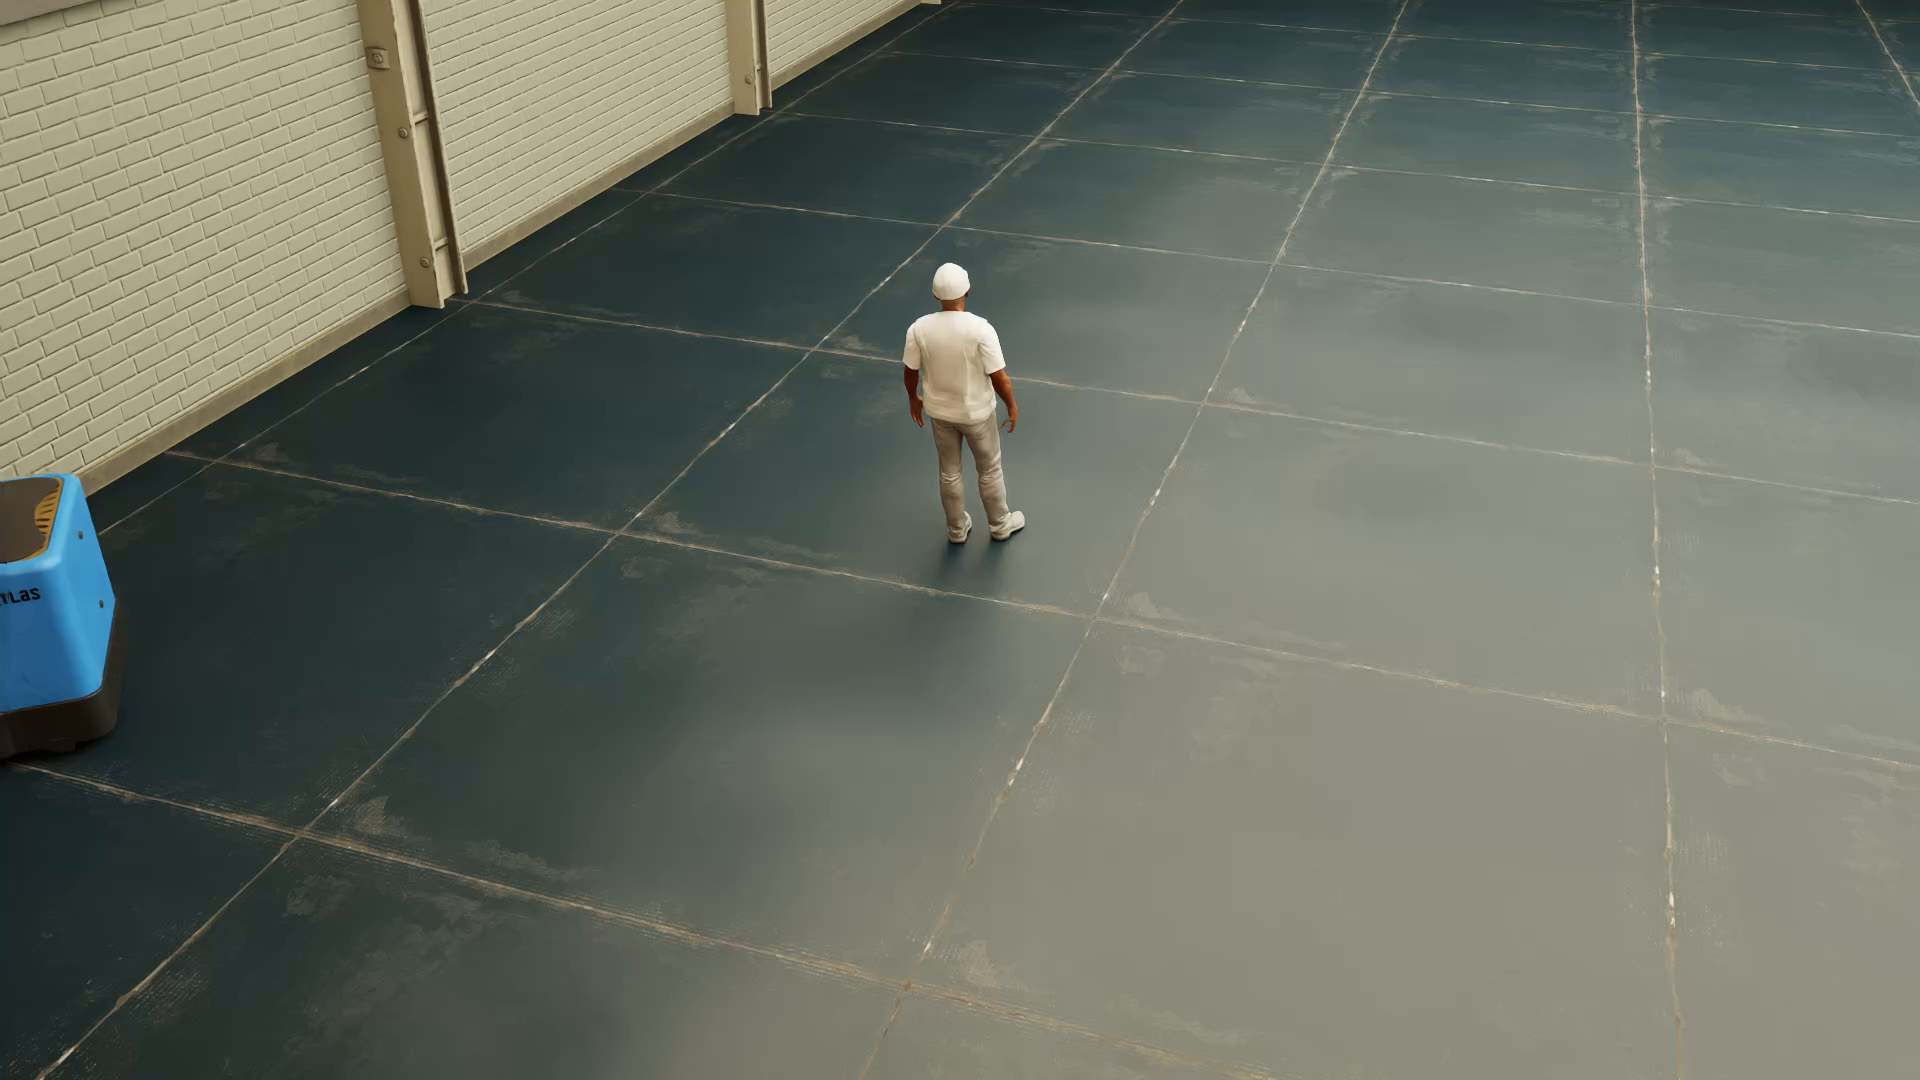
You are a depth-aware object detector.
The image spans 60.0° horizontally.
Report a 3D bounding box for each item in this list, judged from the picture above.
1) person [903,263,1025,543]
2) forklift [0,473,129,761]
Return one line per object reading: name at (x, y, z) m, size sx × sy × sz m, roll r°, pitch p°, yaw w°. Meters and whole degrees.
person at (0.029, -0.805, 9.710) m, size 0.665 × 1.765 × 0.577 m, roll 10°, pitch 31°, yaw 16°
forklift at (-5.797, -0.236, 7.550) m, size 3.031 × 2.935 × 1.130 m, roll -10°, pitch 31°, yaw -17°
